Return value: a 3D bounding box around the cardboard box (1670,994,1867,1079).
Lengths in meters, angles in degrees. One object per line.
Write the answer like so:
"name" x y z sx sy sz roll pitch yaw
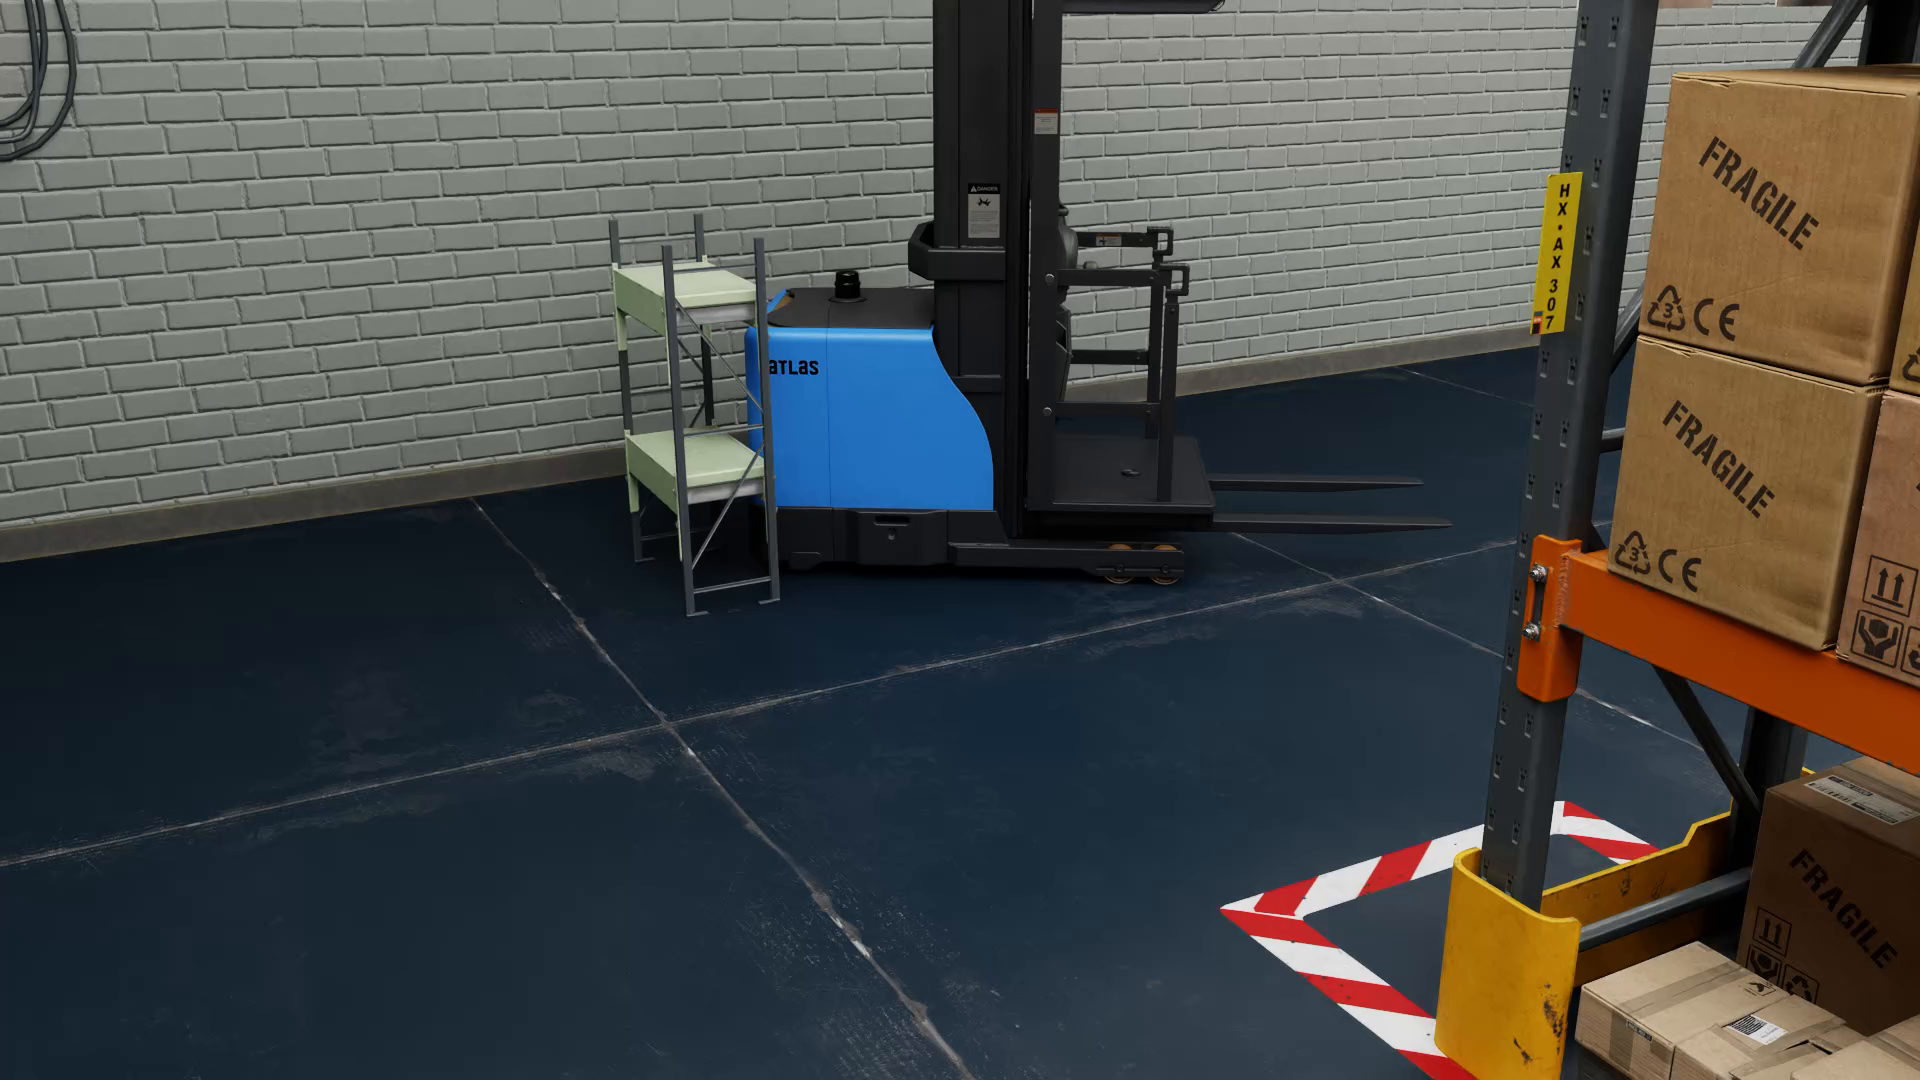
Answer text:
"cardboard box" 1.712 1.118 3.461 0.380 0.166 0.250 -10 21 -27

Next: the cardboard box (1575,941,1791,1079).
"cardboard box" 1.594 1.055 3.672 0.380 0.149 0.250 -10 21 -27

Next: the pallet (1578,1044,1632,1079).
"pallet" 2.113 1.311 3.510 1.003 0.211 1.213 -10 21 -27

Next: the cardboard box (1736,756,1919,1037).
"cardboard box" 2.172 0.833 3.775 0.500 0.500 0.500 -10 21 -27

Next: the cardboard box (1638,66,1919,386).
"cardboard box" 1.676 -0.610 3.114 0.500 0.500 0.500 -9 21 -25

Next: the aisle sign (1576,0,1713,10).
"aisle sign" 1.406 -1.461 3.282 0.394 0.787 0.004 -10 21 -27

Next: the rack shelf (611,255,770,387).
"rack shelf" -1.101 -0.902 6.745 0.431 0.370 0.720 -10 21 -25

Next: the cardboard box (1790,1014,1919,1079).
"cardboard box" 1.943 1.177 3.162 0.500 0.250 0.500 -10 21 -27

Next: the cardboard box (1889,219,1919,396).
"cardboard box" 1.931 -0.461 2.683 0.500 0.500 0.500 -10 21 -26

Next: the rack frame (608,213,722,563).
"rack frame" -1.263 -0.640 7.182 0.400 1.500 0.023 -10 21 -25

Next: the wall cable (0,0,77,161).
"wall cable" -5.032 -2.537 5.948 3.097 2.526 0.112 -10 21 -27

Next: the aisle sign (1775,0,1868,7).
"aisle sign" 1.934 -1.554 3.551 0.394 0.787 0.004 -10 21 -27

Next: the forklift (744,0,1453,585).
"forklift" 0.622 -1.374 7.120 3.031 2.935 1.130 1 19 3

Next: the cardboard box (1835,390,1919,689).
"cardboard box" 1.925 0.010 2.850 0.500 0.500 0.500 -10 22 -27

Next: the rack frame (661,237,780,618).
"rack frame" -0.933 -0.427 6.564 0.400 1.500 0.023 -10 21 -25

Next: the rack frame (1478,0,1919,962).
"rack frame" 1.697 -0.258 3.781 1.000 3.000 0.127 -10 21 -27

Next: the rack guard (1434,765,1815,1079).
"rack guard" 1.733 0.945 4.125 1.175 0.500 0.348 -10 21 -27

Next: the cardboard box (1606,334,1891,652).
"cardboard box" 1.676 -0.137 3.277 0.500 0.500 0.500 -9 21 -26

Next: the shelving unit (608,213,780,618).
"shelving unit" -1.098 -0.534 6.873 0.431 1.500 0.755 -10 21 -25

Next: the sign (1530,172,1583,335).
"sign" 1.220 -0.583 3.396 0.100 0.325 0.005 -10 21 -27

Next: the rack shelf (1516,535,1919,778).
"rack shelf" 2.647 0.656 2.234 1.077 0.370 4.000 -10 21 -27

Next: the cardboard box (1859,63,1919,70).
"cardboard box" 2.150 -0.693 3.355 0.500 0.500 0.500 -10 22 -27

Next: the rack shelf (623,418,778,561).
"rack shelf" -1.096 -0.226 6.981 0.431 0.370 0.720 -10 21 -25
